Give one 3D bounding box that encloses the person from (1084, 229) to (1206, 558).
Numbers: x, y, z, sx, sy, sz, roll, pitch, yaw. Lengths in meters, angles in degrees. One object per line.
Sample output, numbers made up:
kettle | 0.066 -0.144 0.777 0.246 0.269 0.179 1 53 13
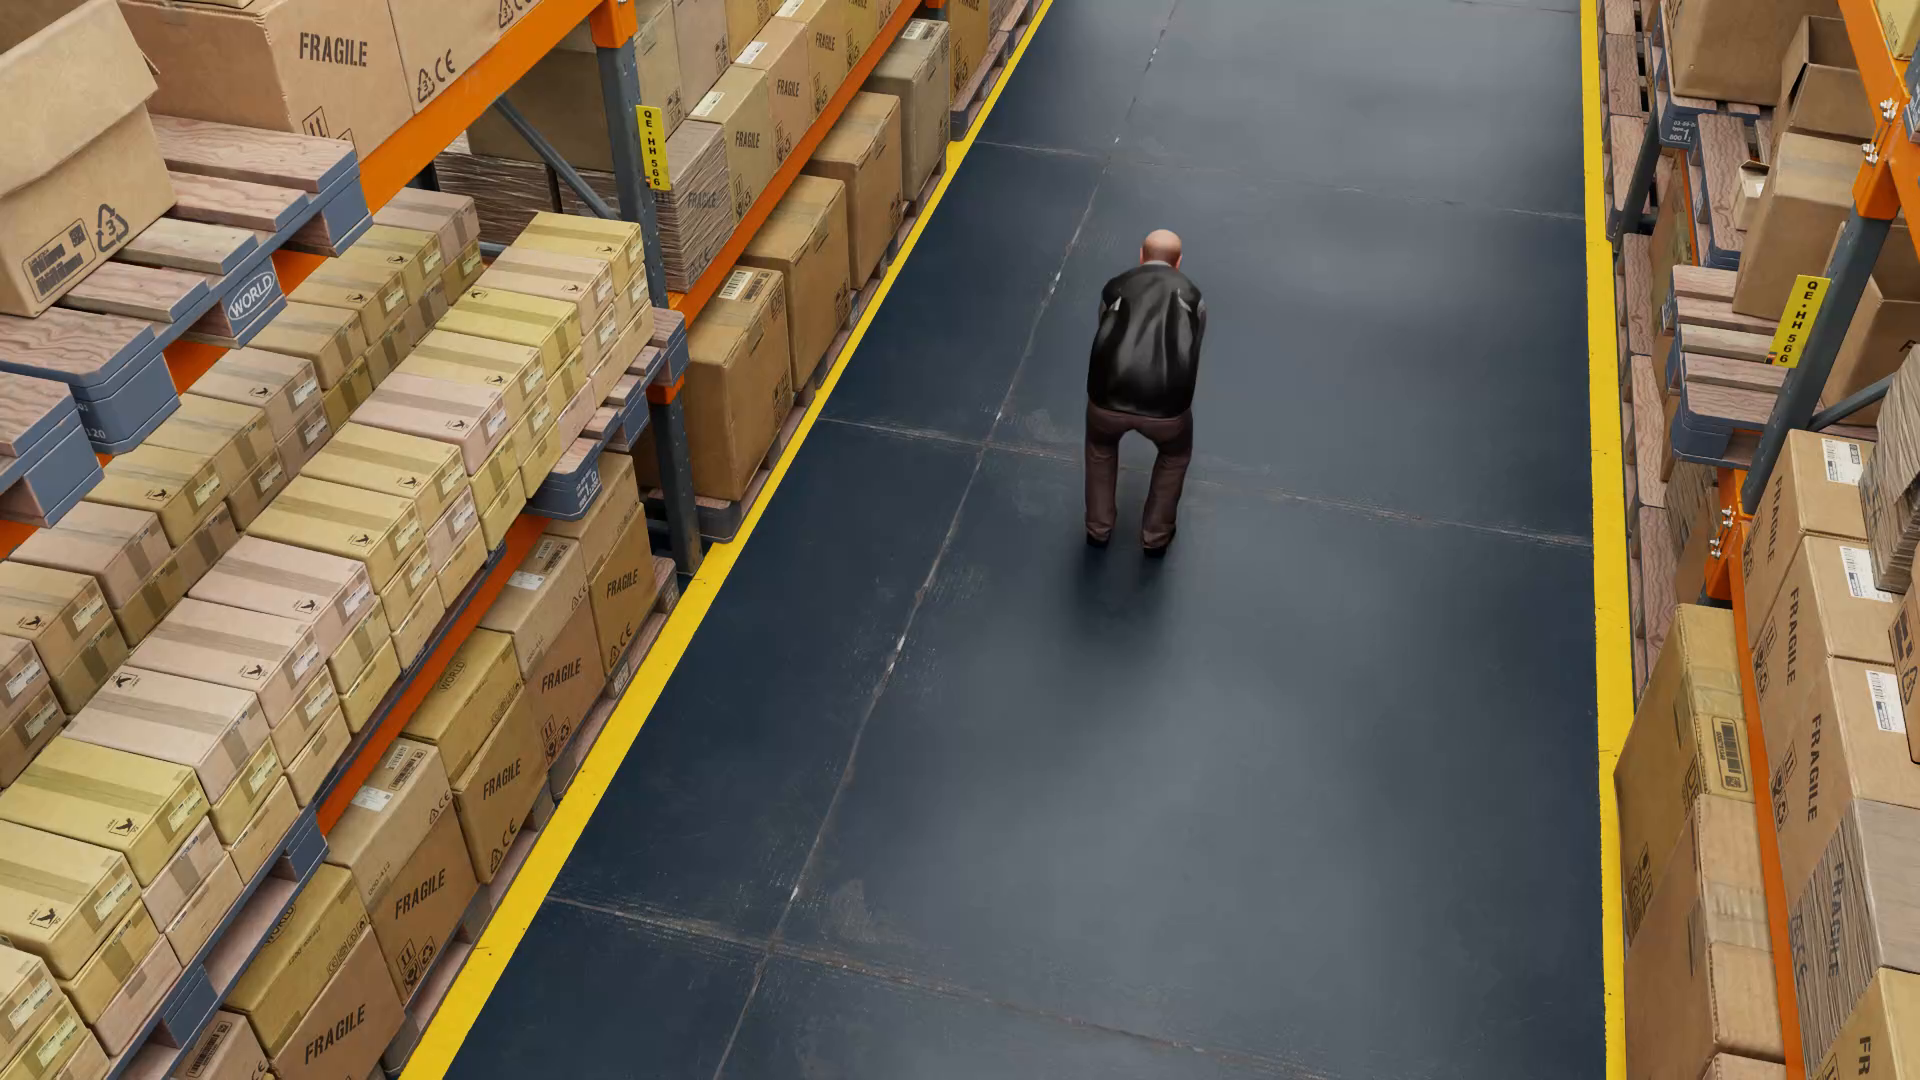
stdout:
person | 0.802 -0.617 7.260 0.480 1.245 0.918 9 41 10
